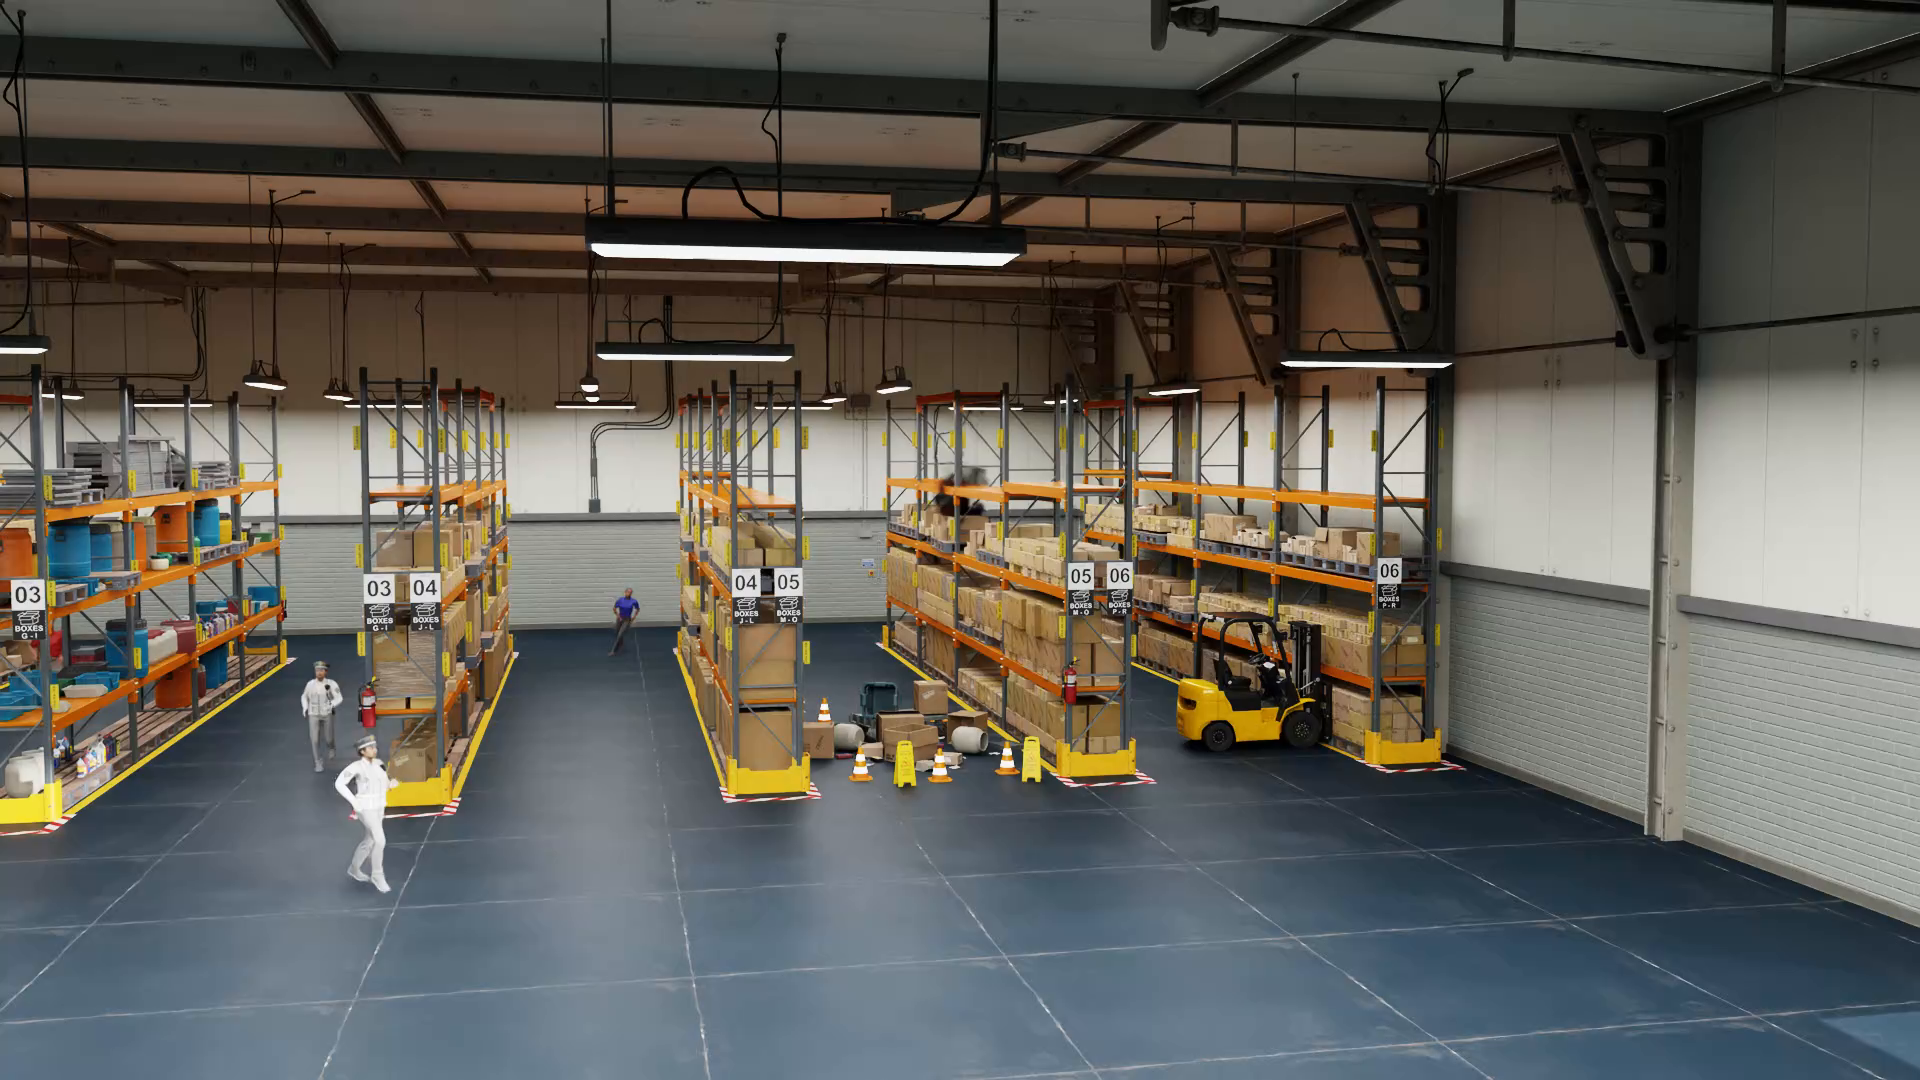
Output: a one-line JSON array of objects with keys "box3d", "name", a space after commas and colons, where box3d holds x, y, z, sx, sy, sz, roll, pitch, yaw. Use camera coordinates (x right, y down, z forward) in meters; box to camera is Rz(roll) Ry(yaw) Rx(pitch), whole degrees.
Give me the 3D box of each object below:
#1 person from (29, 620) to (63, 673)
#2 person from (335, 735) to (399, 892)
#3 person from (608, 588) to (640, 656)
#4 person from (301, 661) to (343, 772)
[{"box3d": [-17.023, 2.310, 31.110, 0.686, 1.680, 0.585, -1, 4, -22], "name": "person"}, {"box3d": [-6.601, 3.051, 18.601, 0.709, 1.747, 0.593, 1, 4, 18], "name": "person"}, {"box3d": [-7.848, 1.897, 38.961, 0.642, 1.581, 0.858, 0, 3, 4], "name": "person"}, {"box3d": [-9.737, 2.663, 25.350, 0.622, 1.654, 0.717, -1, 3, -11], "name": "person"}]
